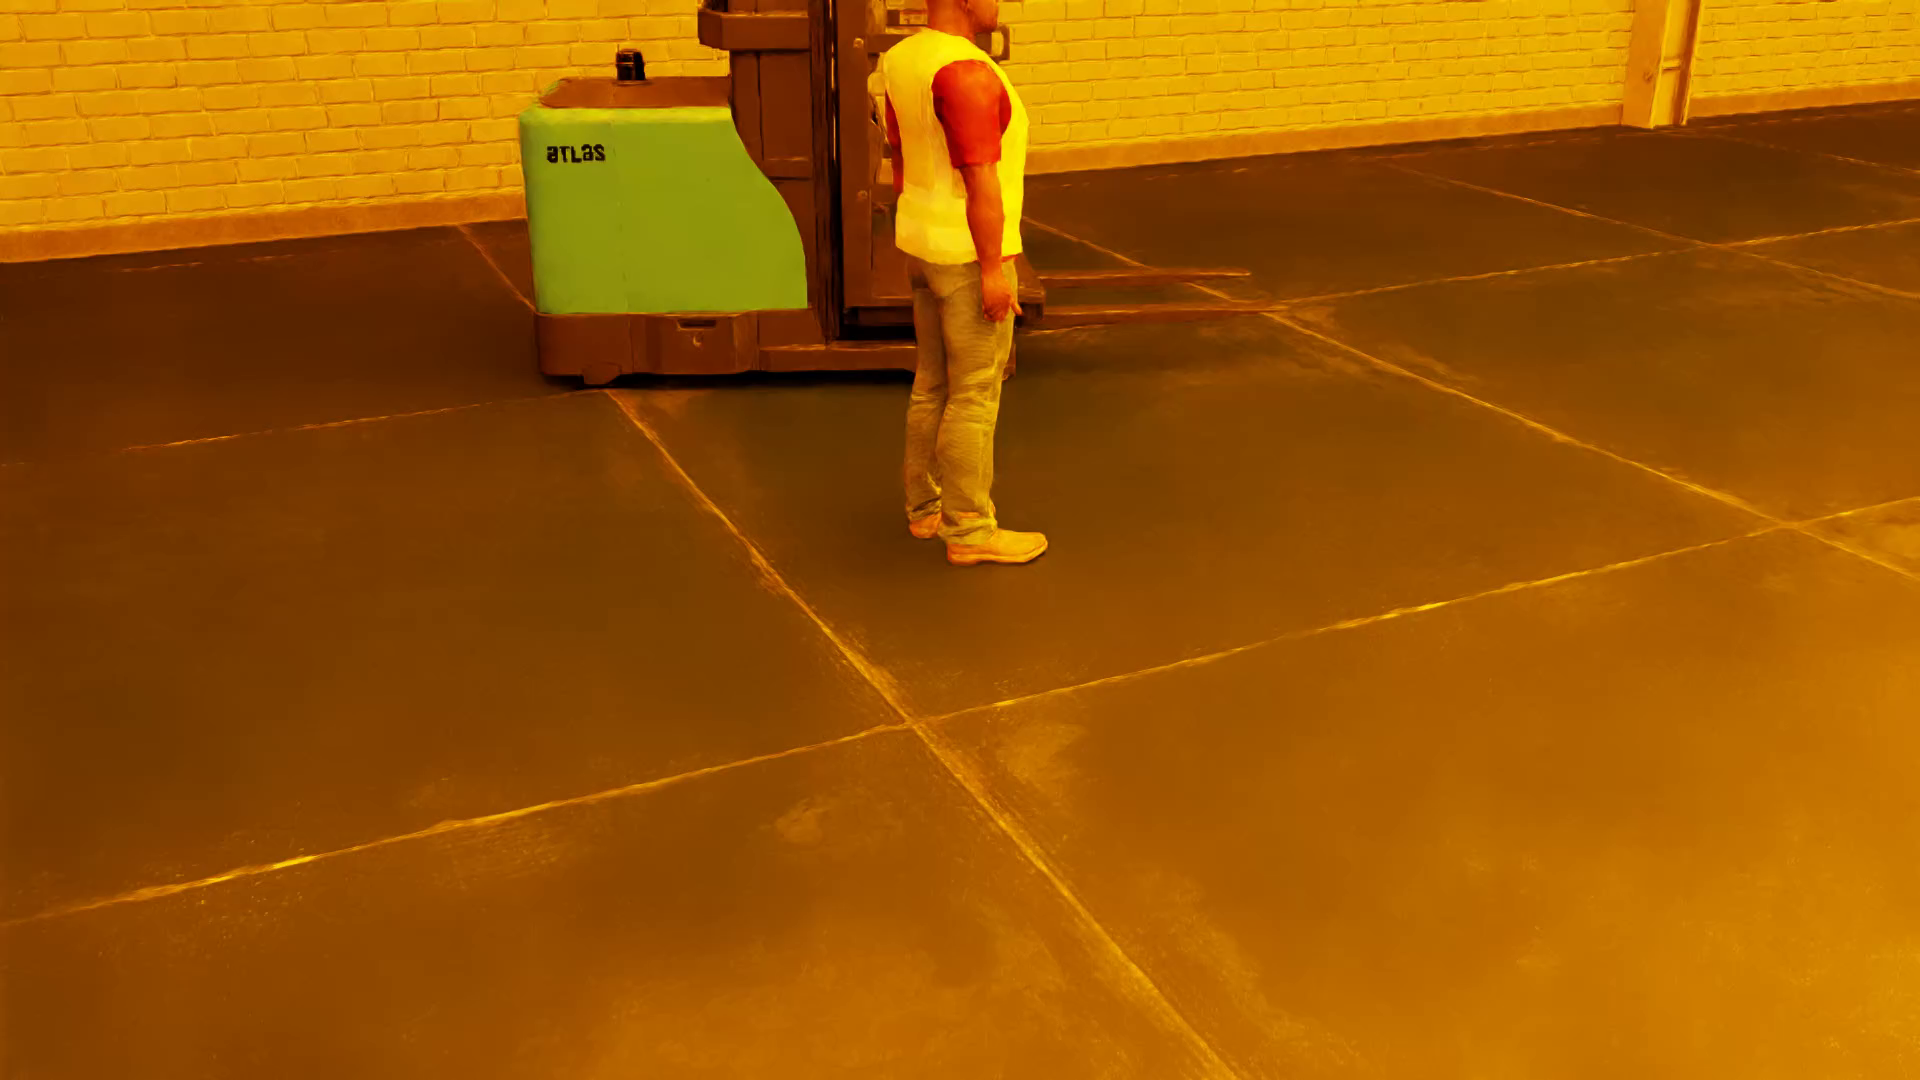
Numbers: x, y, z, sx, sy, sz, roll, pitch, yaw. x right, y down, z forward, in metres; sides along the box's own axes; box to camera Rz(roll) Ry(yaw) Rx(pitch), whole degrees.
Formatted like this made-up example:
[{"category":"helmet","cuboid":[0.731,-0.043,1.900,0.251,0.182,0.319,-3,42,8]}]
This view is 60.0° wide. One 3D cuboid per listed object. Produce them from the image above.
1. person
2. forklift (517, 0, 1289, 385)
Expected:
[{"category":"person","cuboid":[0.011,-0.819,4.774,0.367,1.771,0.559,-10,25,-23]},{"category":"forklift","cuboid":[-0.187,-2.176,6.523,3.031,2.935,1.130,-2,23,-5]}]
